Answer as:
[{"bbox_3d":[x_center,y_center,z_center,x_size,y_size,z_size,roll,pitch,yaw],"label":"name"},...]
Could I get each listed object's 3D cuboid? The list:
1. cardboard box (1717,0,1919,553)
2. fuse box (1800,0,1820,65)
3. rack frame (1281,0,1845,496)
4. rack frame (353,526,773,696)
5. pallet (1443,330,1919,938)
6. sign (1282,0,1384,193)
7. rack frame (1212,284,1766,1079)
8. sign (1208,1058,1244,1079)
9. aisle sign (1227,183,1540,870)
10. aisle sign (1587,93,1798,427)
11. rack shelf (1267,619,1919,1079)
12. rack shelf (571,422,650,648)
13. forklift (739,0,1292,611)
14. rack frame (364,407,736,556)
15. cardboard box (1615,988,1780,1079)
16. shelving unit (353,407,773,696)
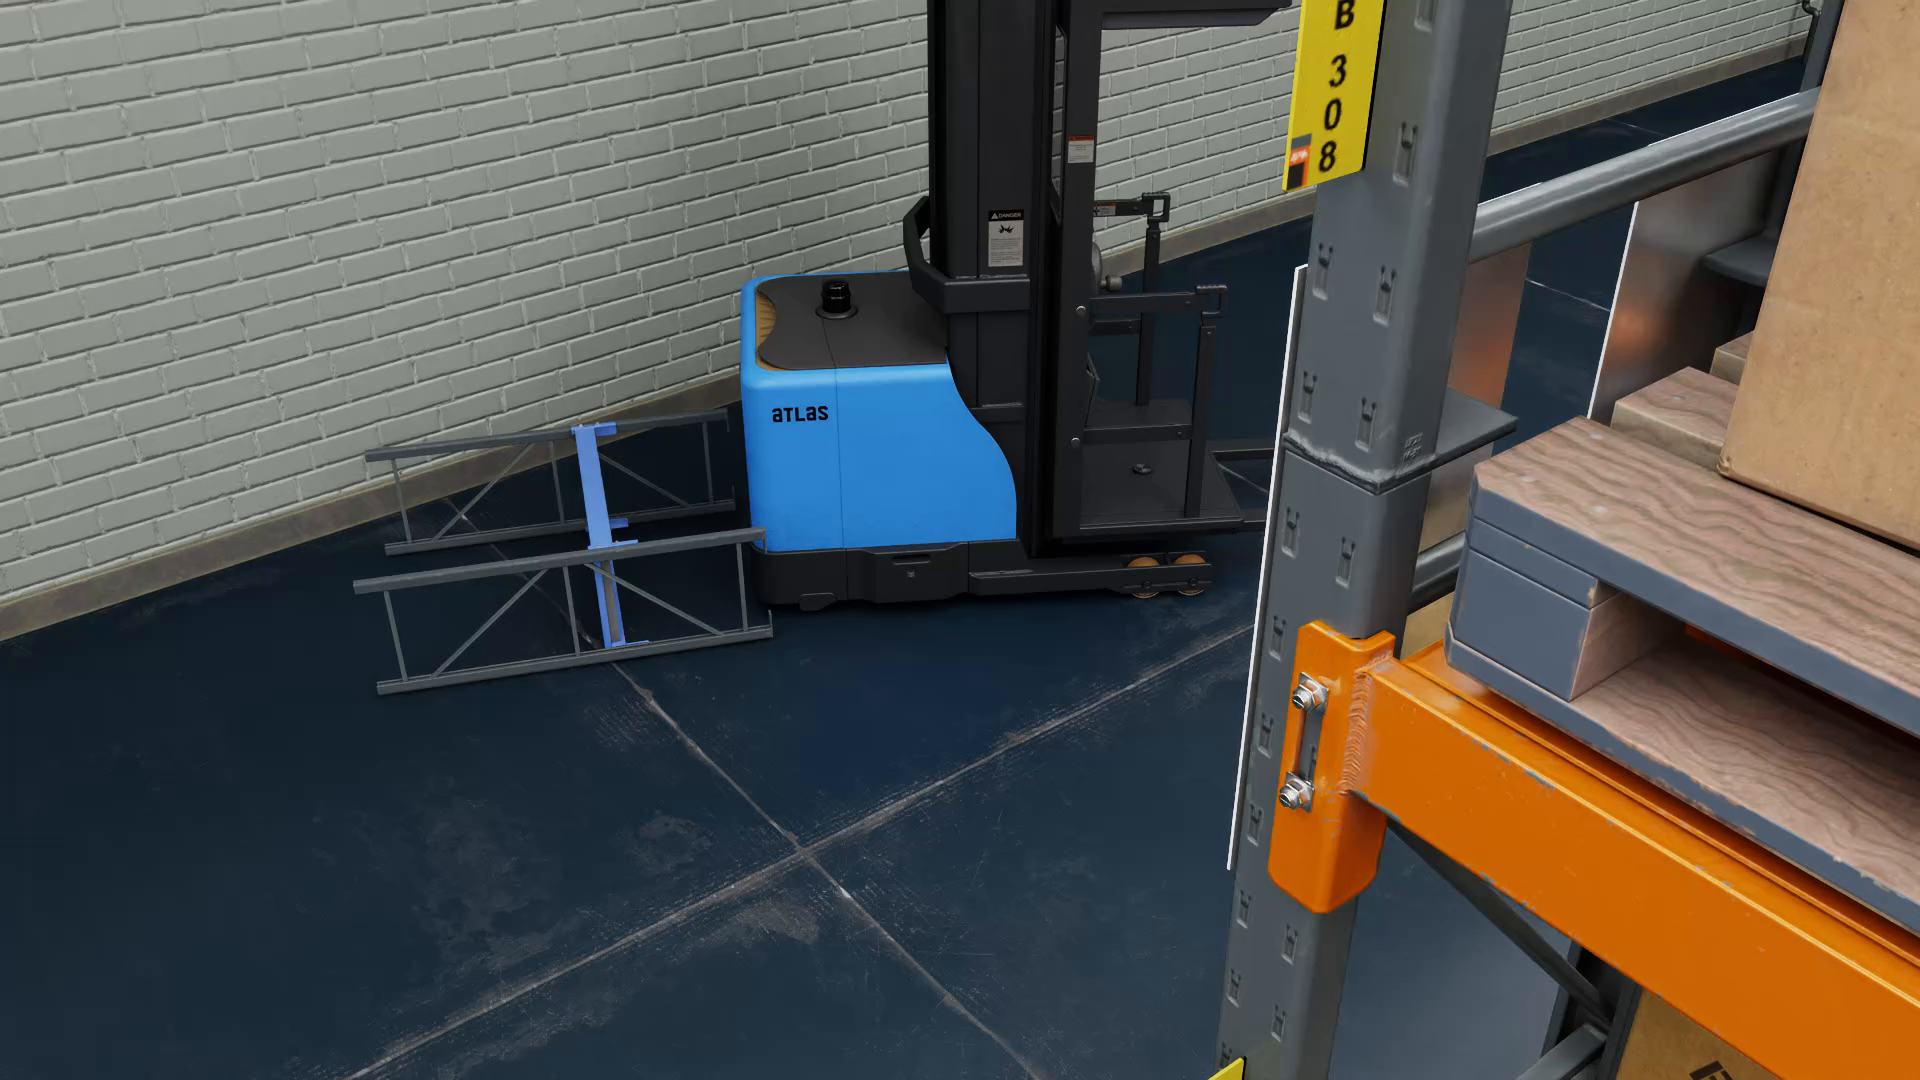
[{"bbox_3d":[1.127,-0.295,1.452,0.700,0.500,0.500,-25,40,-34],"label":"cardboard box"},{"bbox_3d":[6.866,-4.577,12.998,0.539,1.711,0.414,-22,38,-31],"label":"fuse box"},{"bbox_3d":[0.766,-1.505,1.145,1.000,3.000,0.127,-22,38,-31],"label":"rack frame"},{"bbox_3d":[-1.470,0.266,6.311,1.500,0.500,0.032,-8,33,-12],"label":"rack frame"},{"bbox_3d":[1.229,0.112,1.467,1.003,0.211,1.213,-22,38,-31],"label":"pallet"},{"bbox_3d":[0.323,-0.459,1.400,0.100,0.325,0.005,-22,38,-31],"label":"sign"},{"bbox_3d":[0.766,1.043,2.728,1.000,3.000,0.127,-22,38,-31],"label":"rack frame"},{"bbox_3d":[0.323,0.819,2.193,0.100,0.325,0.005,-22,38,-31],"label":"sign"},{"bbox_3d":[0.484,0.006,1.934,0.394,0.787,0.004,-22,38,-31],"label":"aisle sign"},{"bbox_3d":[0.958,-0.188,2.246,0.394,0.787,0.004,-22,38,-31],"label":"aisle sign"},{"bbox_3d":[1.992,0.908,0.784,1.077,0.370,4.000,-22,38,-31],"label":"rack shelf"},{"bbox_3d":[-1.426,-0.017,6.767,0.185,0.538,1.000,-8,33,-12],"label":"rack shelf"},{"bbox_3d":[0.619,-1.281,6.534,3.031,2.935,1.130,-3,32,-5],"label":"forklift"},{"bbox_3d":[-1.729,-0.252,7.146,1.500,0.500,0.032,-8,33,-12],"label":"rack frame"},{"bbox_3d":[1.272,0.780,2.301,0.500,0.500,0.500,-22,38,-31],"label":"cardboard box"},{"bbox_3d":[-1.600,0.007,6.728,1.500,0.538,1.048,-8,33,-12],"label":"shelving unit"}]
